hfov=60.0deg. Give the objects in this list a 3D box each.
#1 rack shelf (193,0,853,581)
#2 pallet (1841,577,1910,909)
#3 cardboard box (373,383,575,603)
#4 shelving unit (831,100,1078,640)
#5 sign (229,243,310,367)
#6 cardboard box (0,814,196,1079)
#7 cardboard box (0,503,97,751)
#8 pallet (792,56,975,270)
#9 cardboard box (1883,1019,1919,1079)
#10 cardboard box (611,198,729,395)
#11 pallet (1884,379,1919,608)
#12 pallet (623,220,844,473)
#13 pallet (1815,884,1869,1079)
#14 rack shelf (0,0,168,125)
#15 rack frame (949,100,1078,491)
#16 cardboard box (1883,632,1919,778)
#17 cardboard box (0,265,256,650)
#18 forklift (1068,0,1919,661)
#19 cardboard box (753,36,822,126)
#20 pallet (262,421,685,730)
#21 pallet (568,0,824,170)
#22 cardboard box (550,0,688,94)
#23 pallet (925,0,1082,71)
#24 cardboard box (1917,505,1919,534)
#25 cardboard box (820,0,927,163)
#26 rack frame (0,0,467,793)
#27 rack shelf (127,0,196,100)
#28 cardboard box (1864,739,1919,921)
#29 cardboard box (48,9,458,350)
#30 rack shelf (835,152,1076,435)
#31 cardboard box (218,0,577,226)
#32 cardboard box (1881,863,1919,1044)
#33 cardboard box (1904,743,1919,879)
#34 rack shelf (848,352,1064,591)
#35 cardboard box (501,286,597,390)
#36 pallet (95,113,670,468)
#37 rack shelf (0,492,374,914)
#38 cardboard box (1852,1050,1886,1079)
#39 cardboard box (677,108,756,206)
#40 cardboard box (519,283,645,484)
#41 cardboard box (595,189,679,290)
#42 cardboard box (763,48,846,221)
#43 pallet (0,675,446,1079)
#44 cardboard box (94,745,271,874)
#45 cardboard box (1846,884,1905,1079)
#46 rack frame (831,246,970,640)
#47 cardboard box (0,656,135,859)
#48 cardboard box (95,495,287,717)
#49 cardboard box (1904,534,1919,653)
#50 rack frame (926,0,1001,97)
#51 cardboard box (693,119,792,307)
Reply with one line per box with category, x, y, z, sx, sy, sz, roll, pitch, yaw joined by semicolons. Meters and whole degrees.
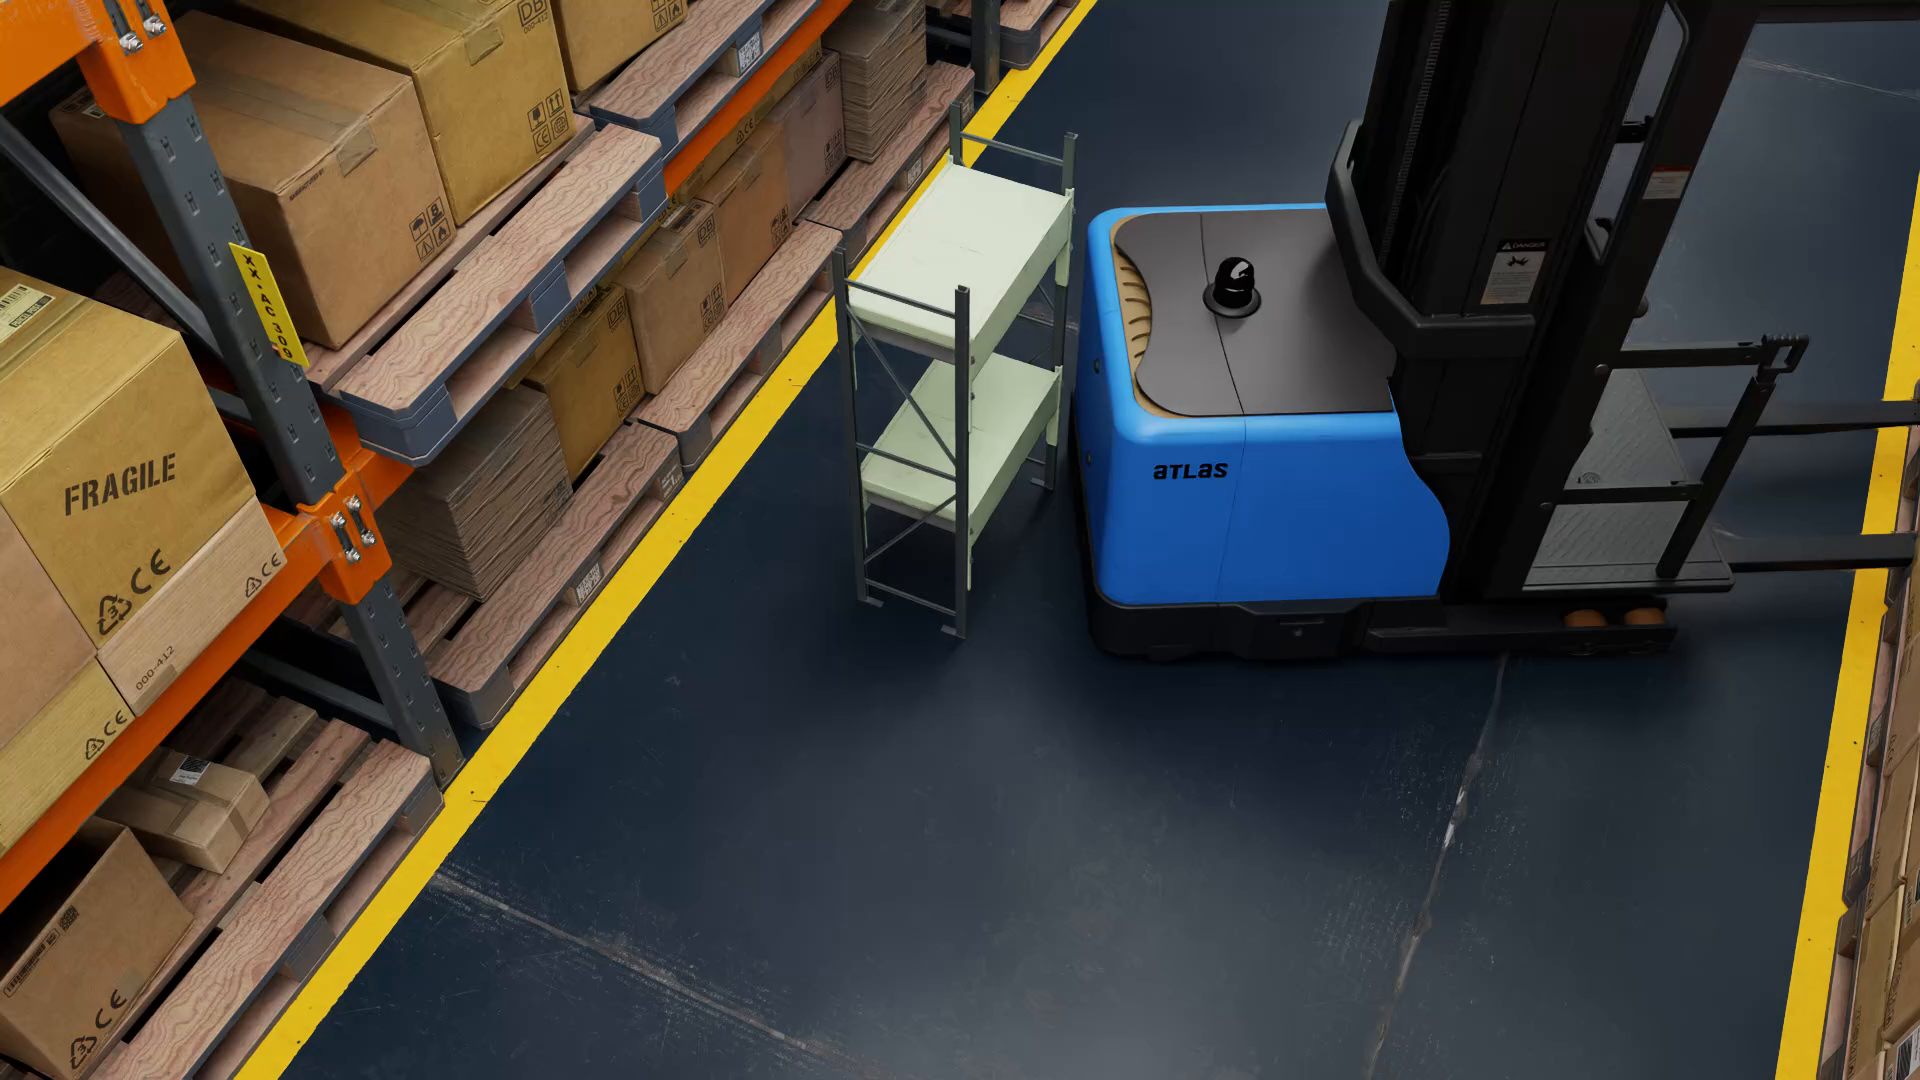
rack shelf;-1.155;-1.547;5.569;1.077;0.370;4.000;20;52;16
pallet;3.271;0.747;4.976;1.003;0.211;1.213;20;52;16
cardboard box;-1.710;-0.247;5.343;0.700;0.500;0.500;21;53;17
shelving unit;-0.003;-0.481;5.175;0.431;1.500;0.755;20;52;16
sign;-1.515;-0.512;3.648;0.100;0.325;0.005;20;52;16
cardboard box;-2.416;0.993;4.288;0.500;0.500;0.500;16;52;13
cardboard box;-2.139;0.168;3.230;0.500;0.500;0.500;20;52;16
pallet;-0.635;-1.716;7.071;1.003;0.211;1.213;20;52;16
cardboard box;2.385;1.408;3.744;0.500;0.311;0.500;20;52;16
cardboard box;-1.280;-0.958;5.948;0.700;0.500;0.500;20;53;16
pallet;3.793;-0.090;5.688;1.003;0.211;1.213;20;52;16
pallet;-1.158;-0.879;6.359;1.003;0.211;1.213;20;52;16
pallet;2.751;1.590;4.258;1.003;0.211;1.213;20;52;16
rack shelf;-2.864;0.236;2.083;1.077;0.370;4.000;20;52;16
rack frame;0.154;-0.733;5.389;0.400;1.500;0.023;20;52;16
cardboard box;3.041;0.532;4.858;0.500;0.250;0.500;21;53;17
cardboard box;-1.931;-0.177;3.524;0.500;0.500;0.500;20;52;16
forklift;1.917;-0.978;4.657;3.031;2.935;1.130;-2;50;-2
cardboard box;-0.861;-1.848;6.213;0.500;0.250;0.500;21;53;17
pallet;-1.678;-0.036;5.642;1.003;0.211;1.213;20;52;16
pallet;-1.109;-1.718;5.369;1.003;0.211;1.213;20;52;16
cardboard box;-1.263;-1.763;4.926;0.700;0.500;0.500;27;55;21
pallet;0.105;-2.772;7.970;1.003;0.211;1.213;20;52;16
cardboard box;3.477;-0.181;5.464;0.500;0.250;0.500;18;52;15
cardboard box;-0.561;-1.977;6.815;0.700;0.500;0.500;20;53;17
rack frame;-2.009;-0.403;4.123;1.000;3.000;0.127;20;52;16
rack shelf;-1.155;-2.519;4.427;1.077;0.370;4.000;20;52;16
cardboard box;2.822;0.882;4.560;0.500;0.250;0.500;21;53;17
cardboard box;-1.761;-0.917;4.206;0.700;0.500;0.500;20;52;16
rack shelf;-0.003;-0.734;4.878;0.431;0.370;0.720;20;52;16
cardboard box;-1.516;-1.299;4.532;0.700;0.500;0.500;25;54;20
cardboard box;2.602;1.047;4.051;0.500;0.311;0.500;21;53;17
cardboard box;2.817;0.704;4.342;0.500;0.311;0.500;20;52;16
rack shelf;-0.003;-0.270;5.423;0.431;0.370;0.720;20;52;16
cardboard box;-1.525;-0.795;5.317;0.500;0.250;0.500;19;52;15
pallet;-1.551;-0.819;4.604;1.003;0.211;1.213;20;52;16
rack shelf;-2.864;1.208;3.225;1.077;0.370;4.000;20;52;16
cardboard box;2.386;1.582;3.964;0.500;0.250;0.500;19;52;16
cardboard box;-1.076;-1.492;5.910;0.500;0.250;0.500;20;52;16
cardboard box;-1.534;-0.620;5.660;0.700;0.500;0.500;19;52;15
cardboard box;-1.306;-1.154;5.623;0.500;0.250;0.500;18;52;15
cardboard box;-0.886;-1.660;6.545;0.700;0.500;0.500;20;52;16
pallet;-2.264;0.975;4.782;1.003;0.211;1.213;20;52;16
cardboard box;-2.211;0.751;4.713;0.380;0.166;0.250;14;51;11
cardboard box;2.604;1.234;4.260;0.500;0.250;0.500;19;52;16
rack frame;-0.159;-0.229;4.960;0.400;1.500;0.023;20;52;16
cardboard box;-2.158;0.405;3.521;0.500;0.250;0.500;20;52;16
cardboard box;-1.937;0.064;3.811;0.500;0.250;0.500;20;52;16
cardboard box;3.260;0.179;5.158;0.500;0.250;0.500;19;52;15
rack frame;-0.300;-3.157;6.467;1.000;3.000;0.127;20;52;16
cardboard box;-1.073;-1.309;6.246;0.700;0.500;0.500;20;52;16
